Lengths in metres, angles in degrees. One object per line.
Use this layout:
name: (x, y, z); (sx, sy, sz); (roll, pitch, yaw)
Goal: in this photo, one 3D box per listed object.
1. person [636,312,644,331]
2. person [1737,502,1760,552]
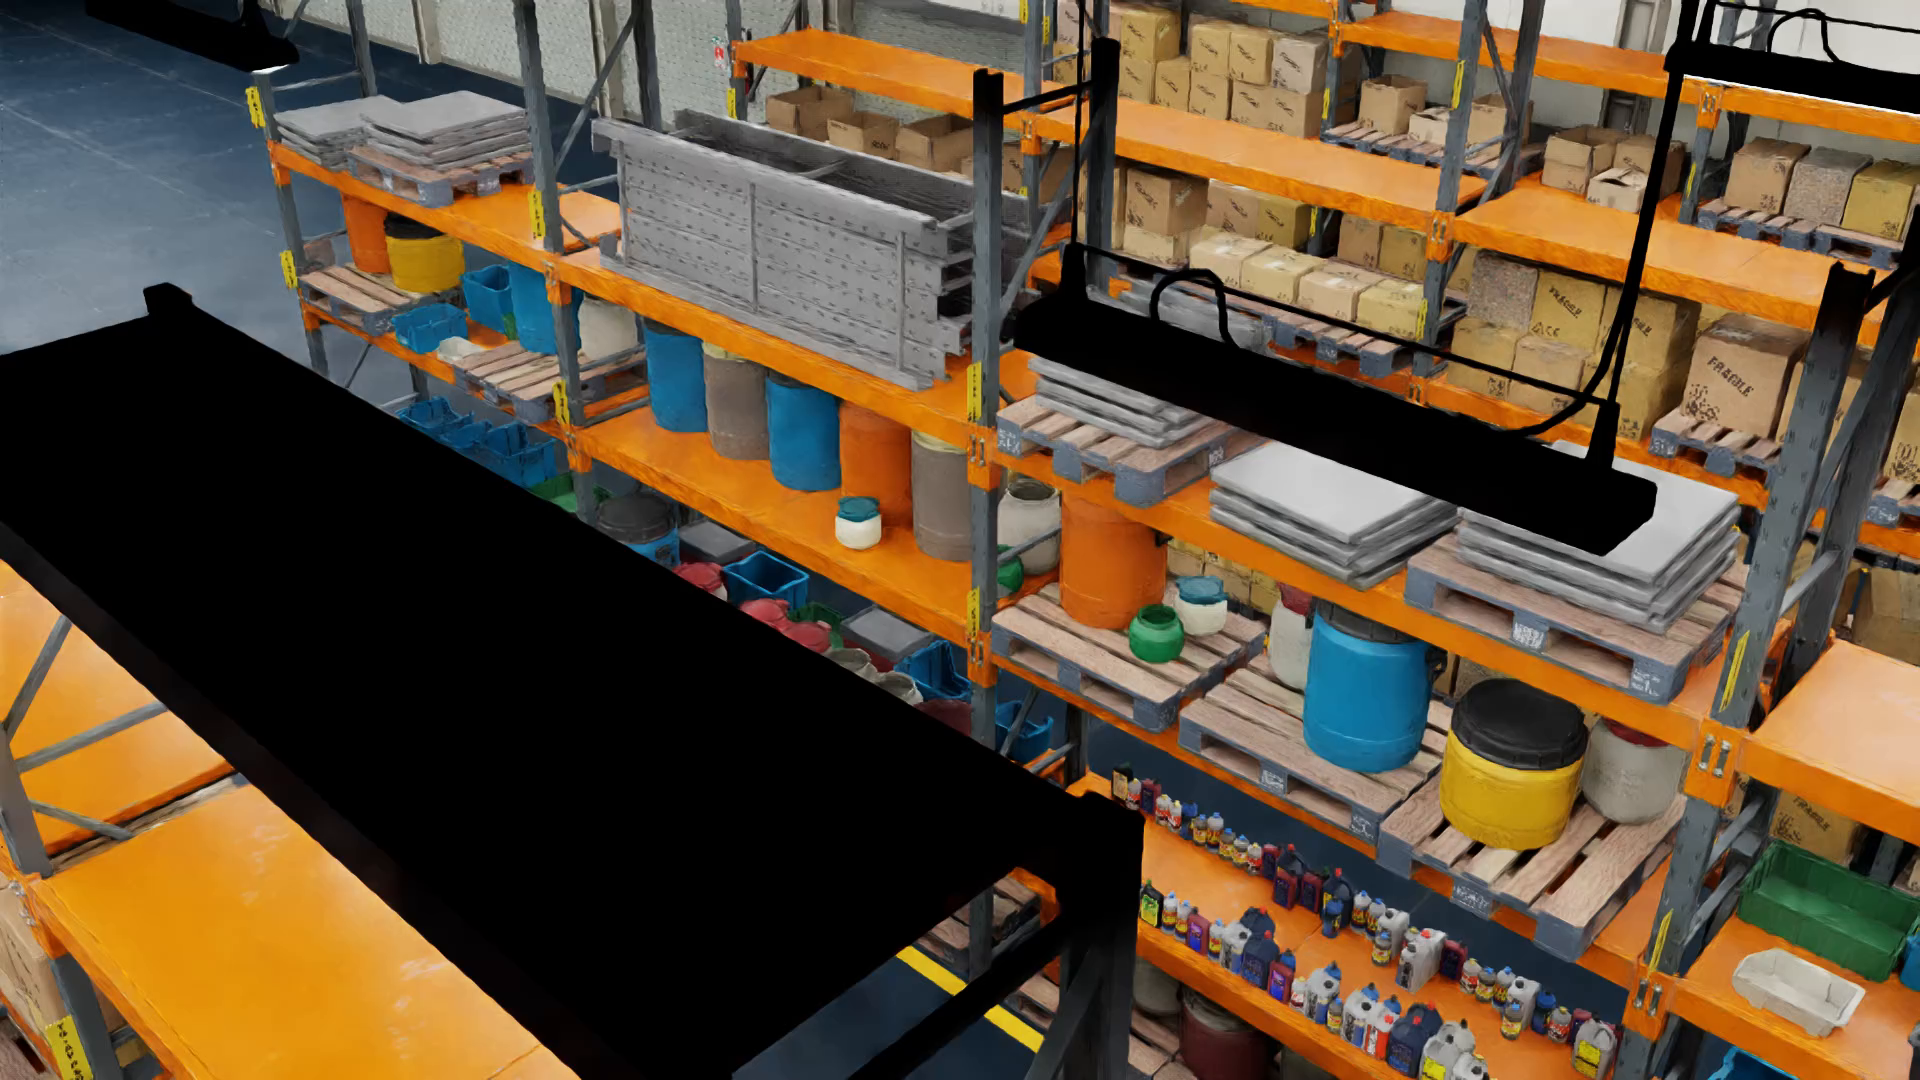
person: (-3.595, -2.775, 19.444); (0.635, 1.674, 0.393); (20, 35, 32)
person: (7.111, -0.436, 15.256); (1.033, 1.708, 0.571); (19, 35, 30)
